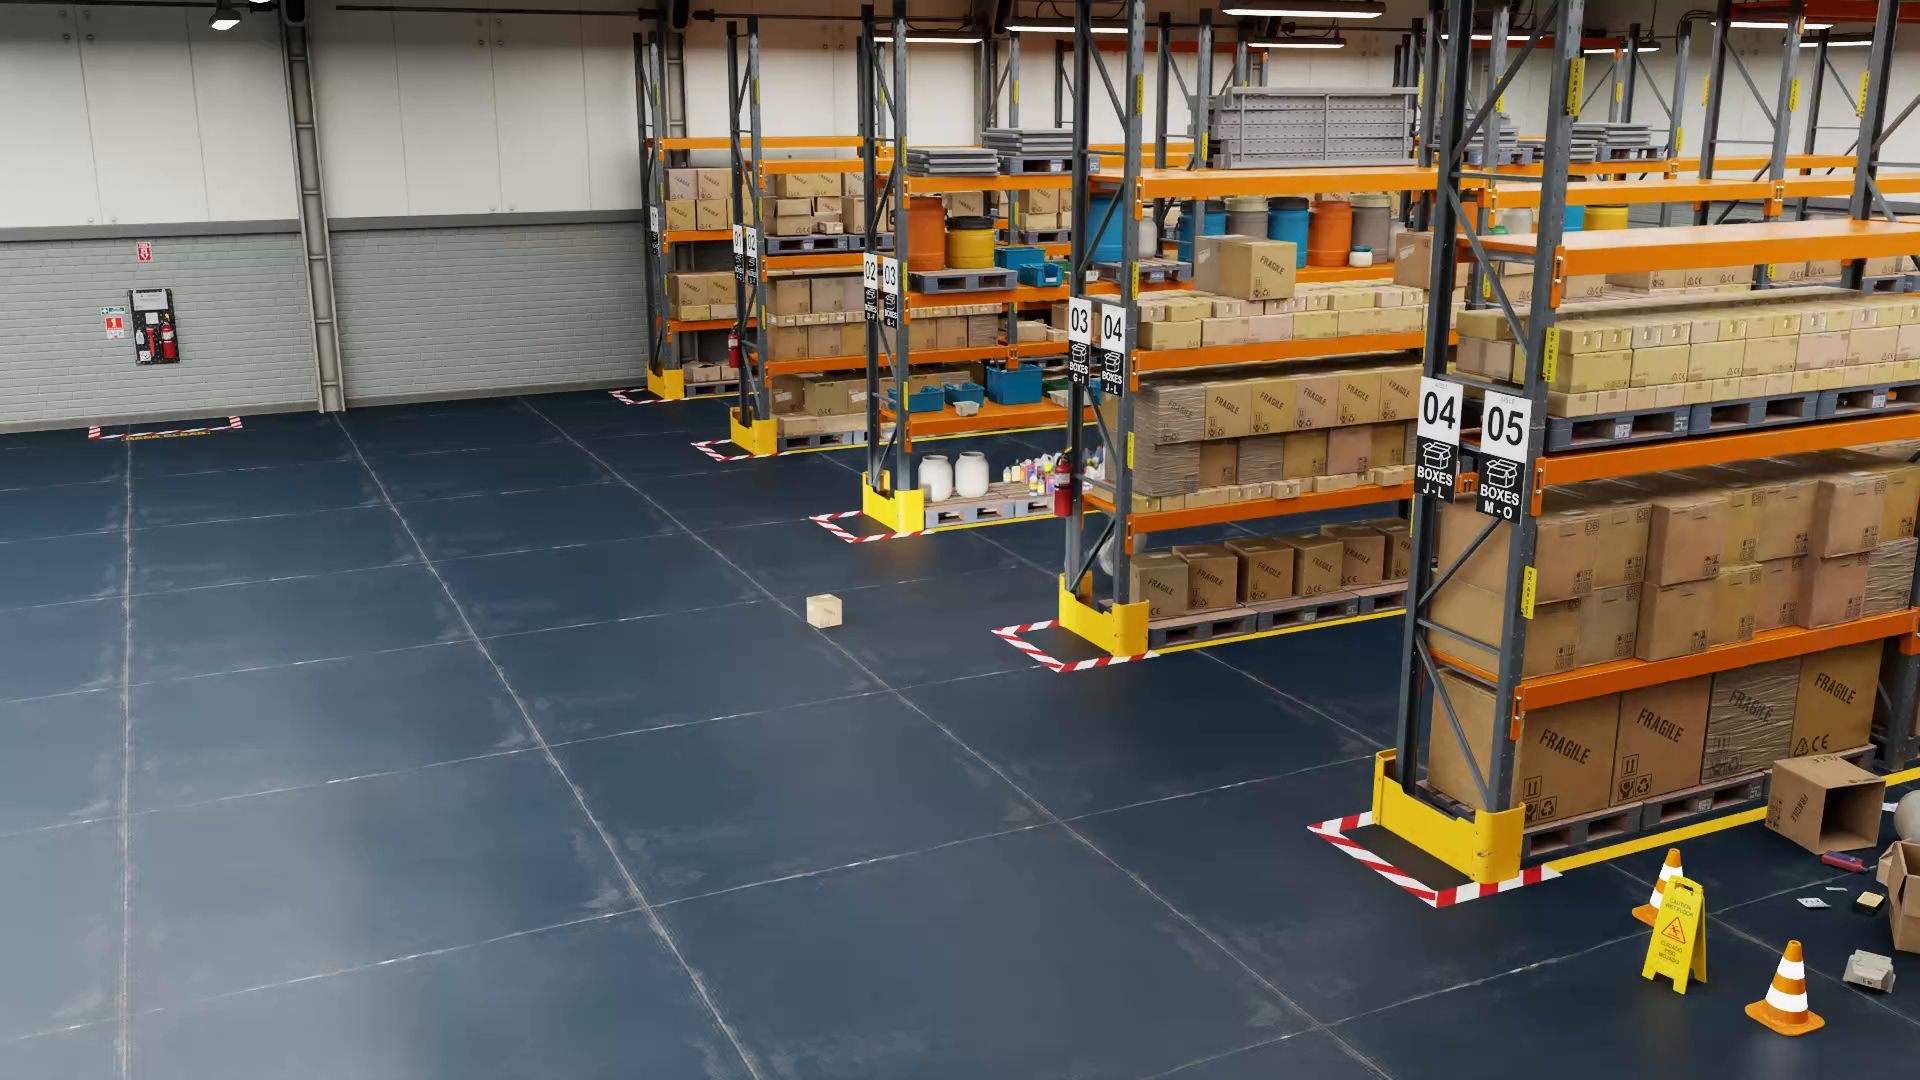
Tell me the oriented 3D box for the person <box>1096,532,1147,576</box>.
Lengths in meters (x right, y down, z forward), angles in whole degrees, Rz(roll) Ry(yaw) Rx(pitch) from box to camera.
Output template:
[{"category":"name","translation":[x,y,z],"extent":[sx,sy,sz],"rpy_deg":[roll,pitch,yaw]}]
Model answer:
[{"category":"person","translation":[1.782,-0.434,17.428],"extent":[0.595,1.759,0.586],"rpy_deg":[-6,16,-20]}]
